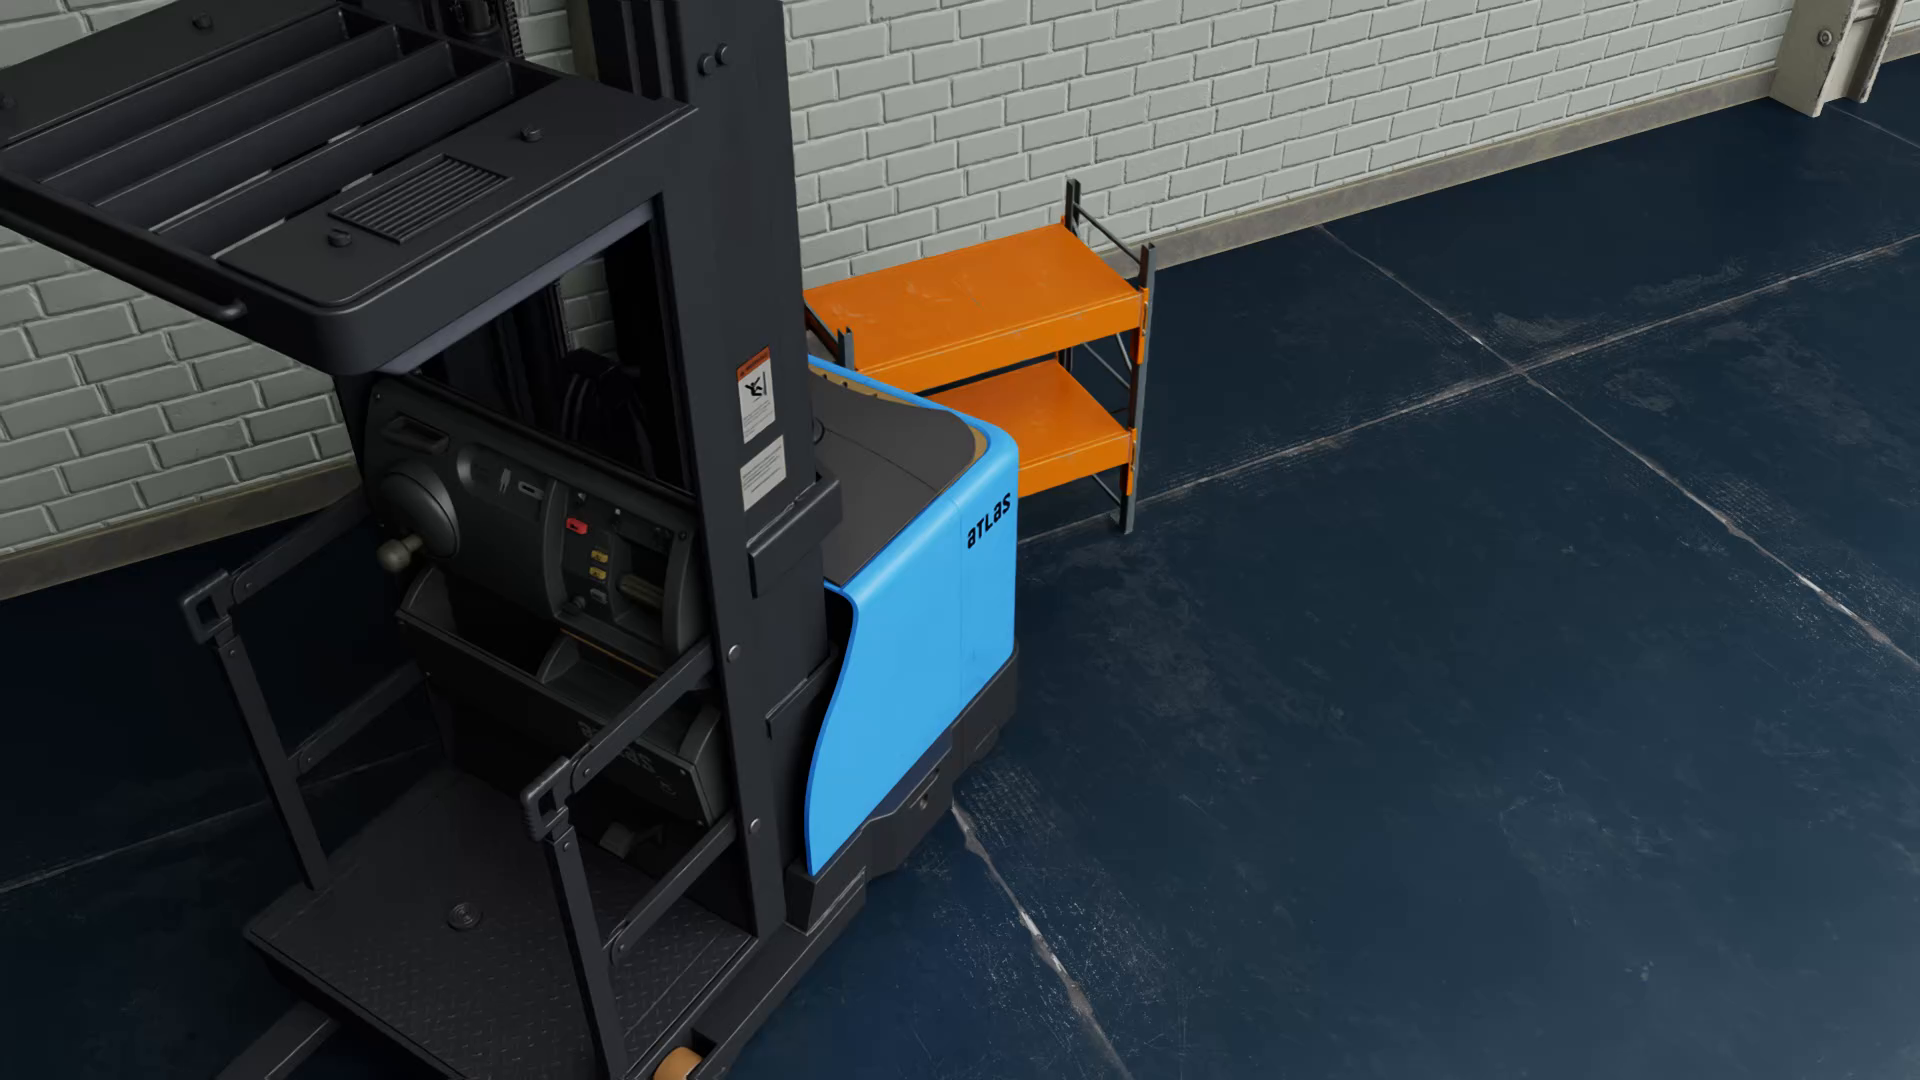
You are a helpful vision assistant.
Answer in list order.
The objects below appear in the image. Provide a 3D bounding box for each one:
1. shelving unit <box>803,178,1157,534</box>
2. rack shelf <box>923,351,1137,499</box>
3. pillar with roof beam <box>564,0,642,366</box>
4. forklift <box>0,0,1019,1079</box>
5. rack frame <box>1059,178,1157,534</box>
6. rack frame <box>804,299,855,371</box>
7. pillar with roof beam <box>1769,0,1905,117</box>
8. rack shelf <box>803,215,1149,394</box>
[{"bbox_3d":[0.022,-0.446,5.407,1.048,1.125,0.538,-19,44,-21],"label":"shelving unit"},{"bbox_3d":[0.022,-0.260,5.565,1.000,0.278,0.538,-19,44,-21],"label":"rack shelf"},{"bbox_3d":[0.982,-1.413,0.454,0.400,9.000,9.100,-19,44,-21],"label":"pillar with roof beam"},{"bbox_3d":[-1.052,0.046,3.428,1.130,2.935,3.031,23,45,25],"label":"forklift"},{"bbox_3d":[0.473,-0.598,5.585,0.032,1.125,0.500,-19,44,-21],"label":"rack frame"},{"bbox_3d":[-0.430,-0.295,5.228,0.032,1.125,0.500,-19,44,-21],"label":"rack frame"},{"bbox_3d":[6.304,-3.203,2.569,0.400,9.000,9.100,-19,44,-21],"label":"pillar with roof beam"},{"bbox_3d":[0.022,-0.670,5.218,1.000,0.278,0.538,-19,44,-21],"label":"rack shelf"}]
